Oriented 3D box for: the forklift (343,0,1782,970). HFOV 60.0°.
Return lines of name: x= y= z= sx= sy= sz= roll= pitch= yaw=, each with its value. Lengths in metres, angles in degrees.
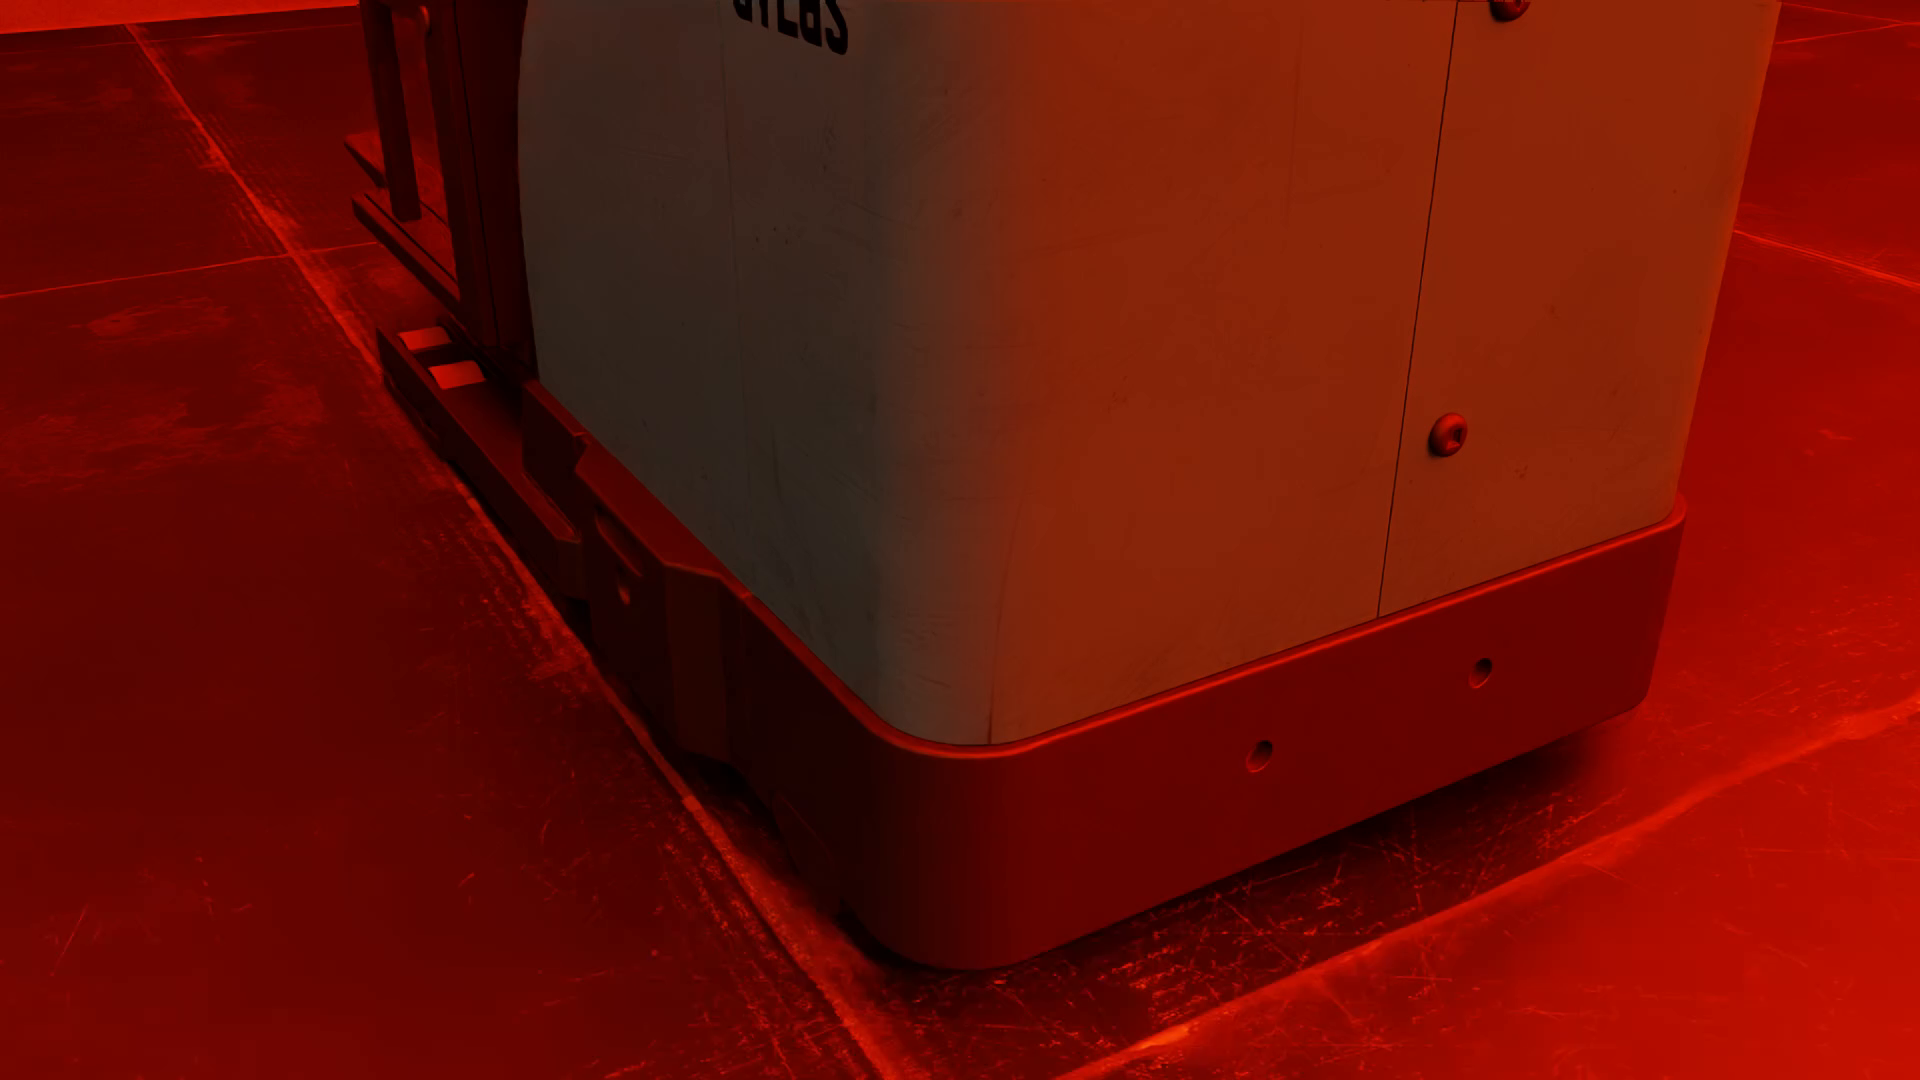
forklift: x=-0.356 y=-1.533 z=2.282 sx=1.130 sy=2.935 sz=3.031 roll=-15 pitch=31 yaw=-27
